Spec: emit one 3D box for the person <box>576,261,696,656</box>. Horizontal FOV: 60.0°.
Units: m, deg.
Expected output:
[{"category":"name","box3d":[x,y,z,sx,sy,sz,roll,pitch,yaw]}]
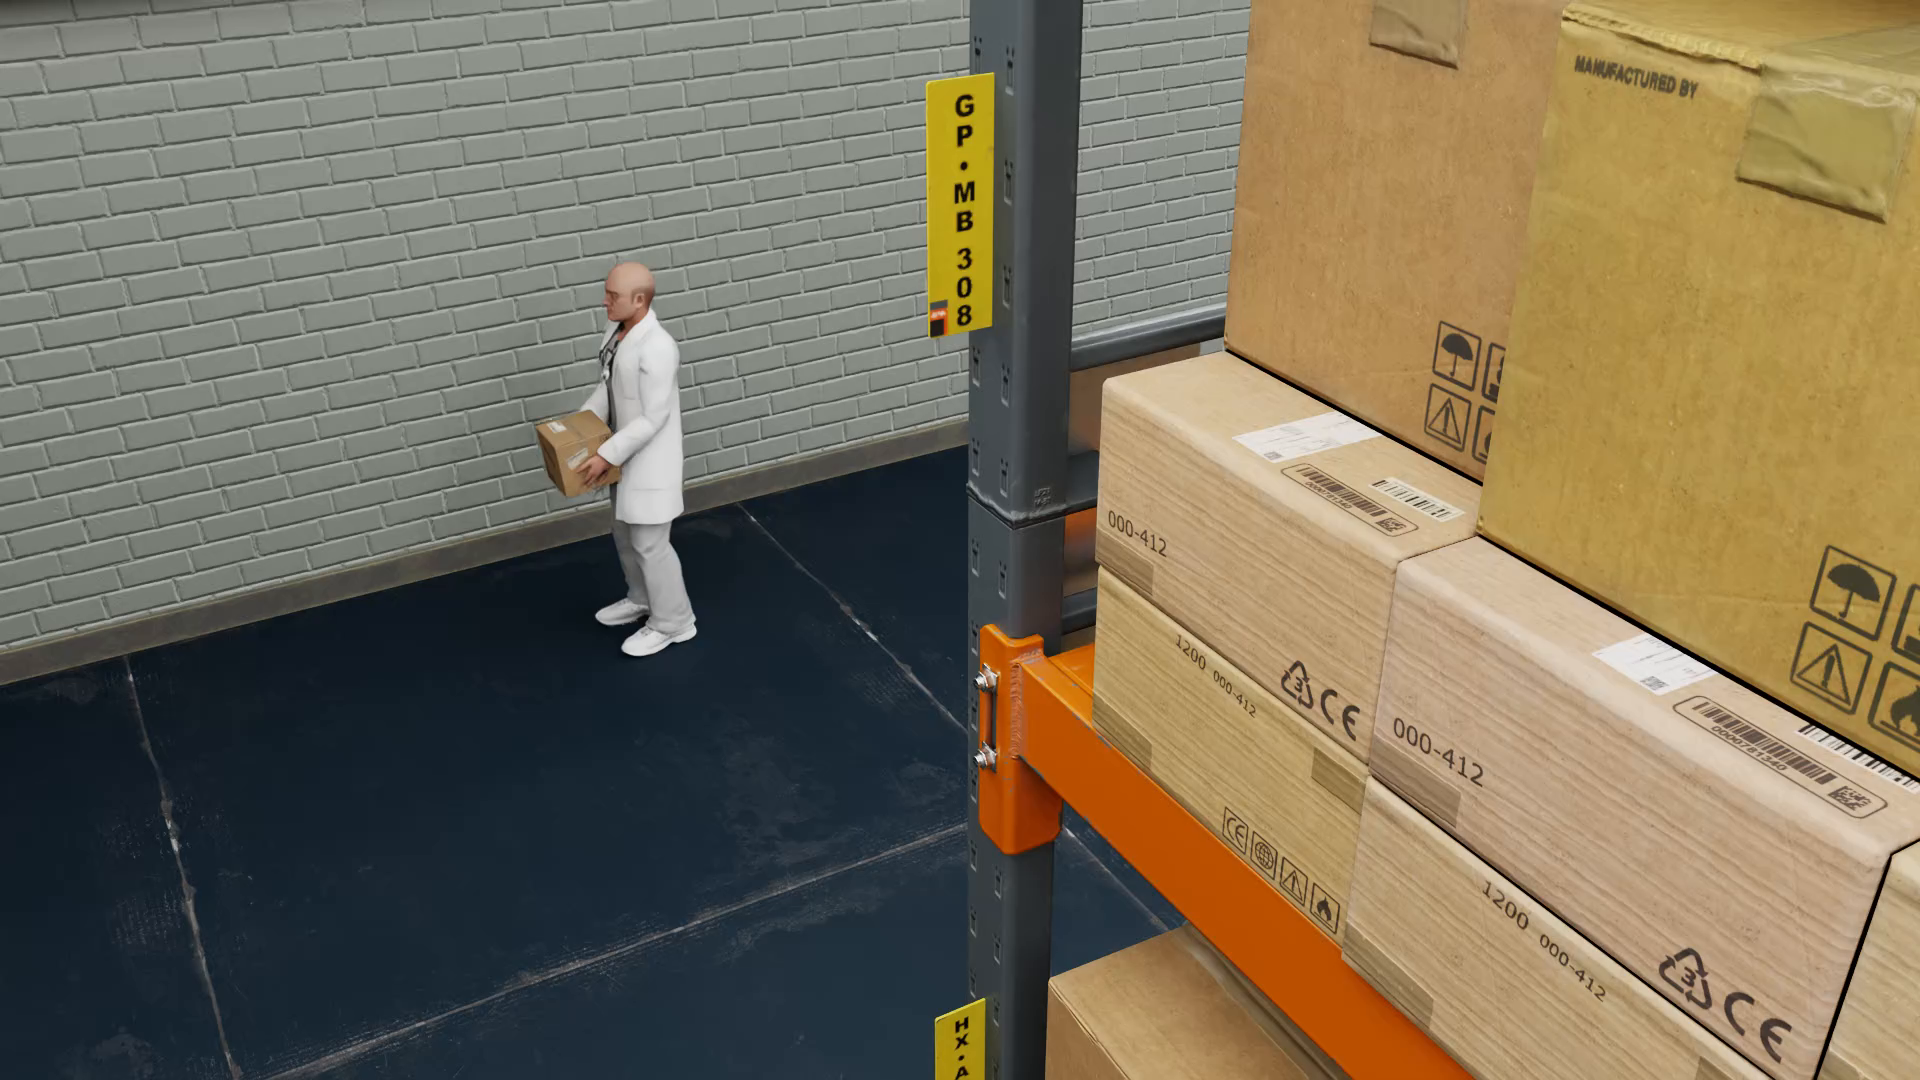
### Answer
[{"category":"person","box3d":[-1.471,-0.343,7.260,0.508,1.782,0.563,-16,32,-27]}]
